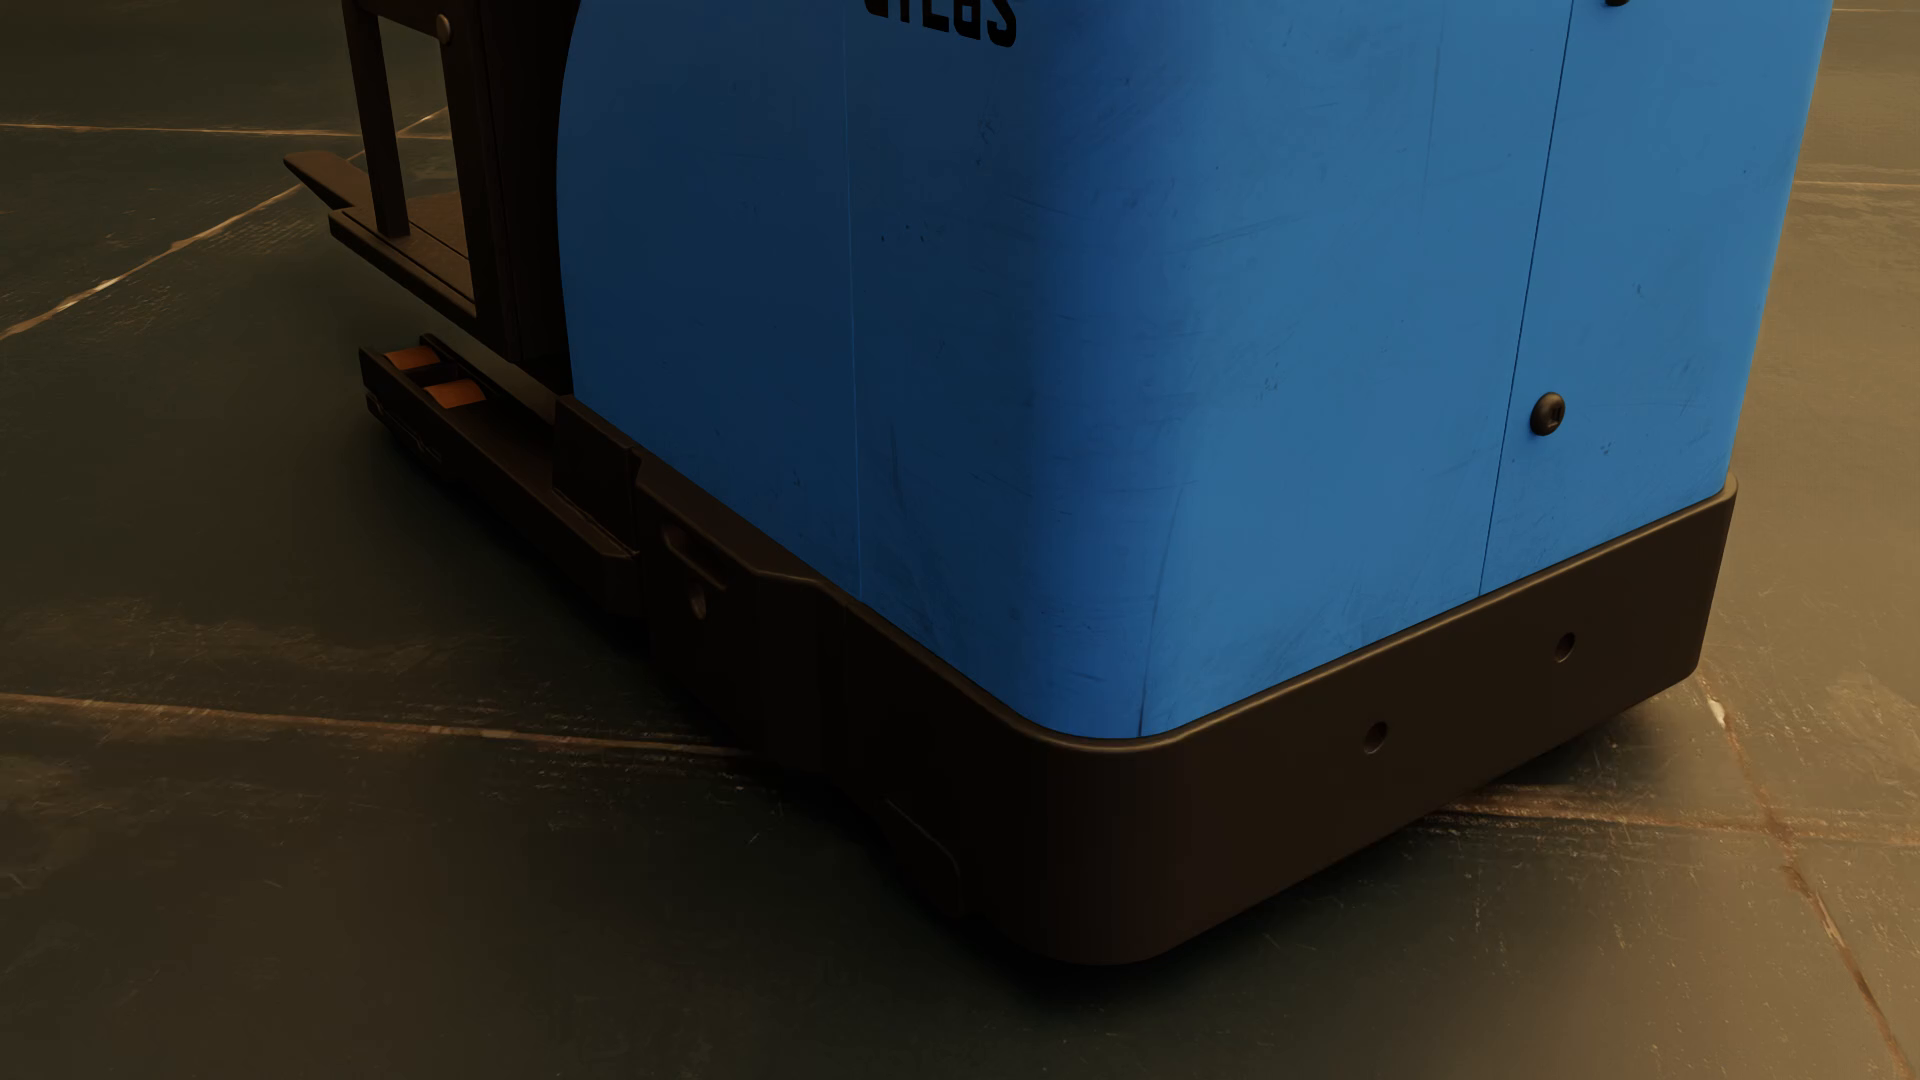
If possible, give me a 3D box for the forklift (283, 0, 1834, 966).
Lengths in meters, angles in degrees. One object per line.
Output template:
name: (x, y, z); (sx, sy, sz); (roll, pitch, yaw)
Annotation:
forklift: (-0.356, -1.517, 2.257); (1.130, 2.935, 3.031); (-18, 32, -32)
